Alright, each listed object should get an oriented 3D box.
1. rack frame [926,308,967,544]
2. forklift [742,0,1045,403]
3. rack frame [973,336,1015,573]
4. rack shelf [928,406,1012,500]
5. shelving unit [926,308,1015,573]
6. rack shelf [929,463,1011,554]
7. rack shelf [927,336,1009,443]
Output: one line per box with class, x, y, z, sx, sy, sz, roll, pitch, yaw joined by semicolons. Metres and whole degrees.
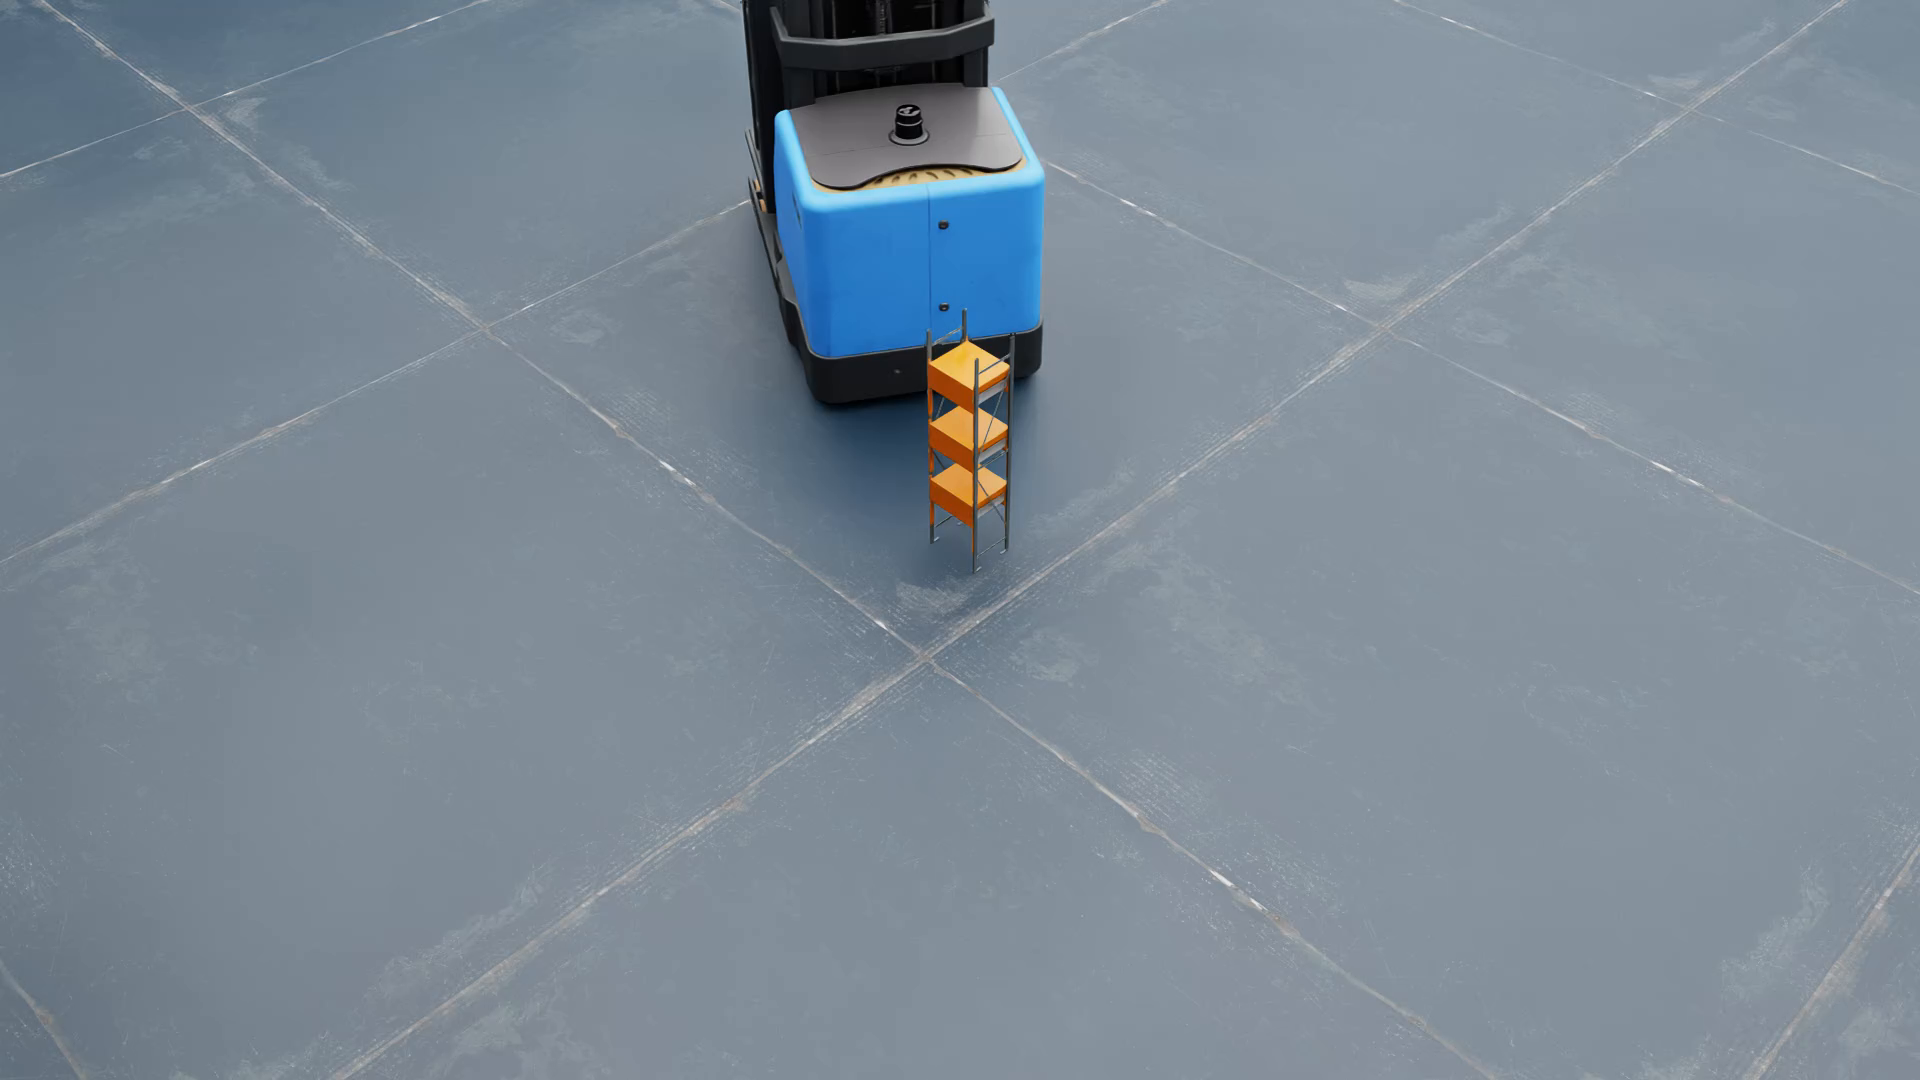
rack frame;-0.048;-0.418;6.429;0.200;1.050;0.008;-34;53;-31
forklift;-0.466;-2.690;7.501;1.130;2.935;3.031;-9;43;-10
rack frame;0.124;-0.301;6.302;0.200;1.050;0.008;-34;53;-31
rack shelf;0.038;-0.352;6.373;0.215;0.259;0.240;-34;53;-31
shelving unit;0.038;-0.360;6.366;0.215;1.050;0.252;-34;53;-31
rack shelf;0.038;-0.148;6.562;0.215;0.259;0.240;-34;53;-31
rack shelf;0.038;-0.561;6.180;0.215;0.259;0.240;-34;53;-31
